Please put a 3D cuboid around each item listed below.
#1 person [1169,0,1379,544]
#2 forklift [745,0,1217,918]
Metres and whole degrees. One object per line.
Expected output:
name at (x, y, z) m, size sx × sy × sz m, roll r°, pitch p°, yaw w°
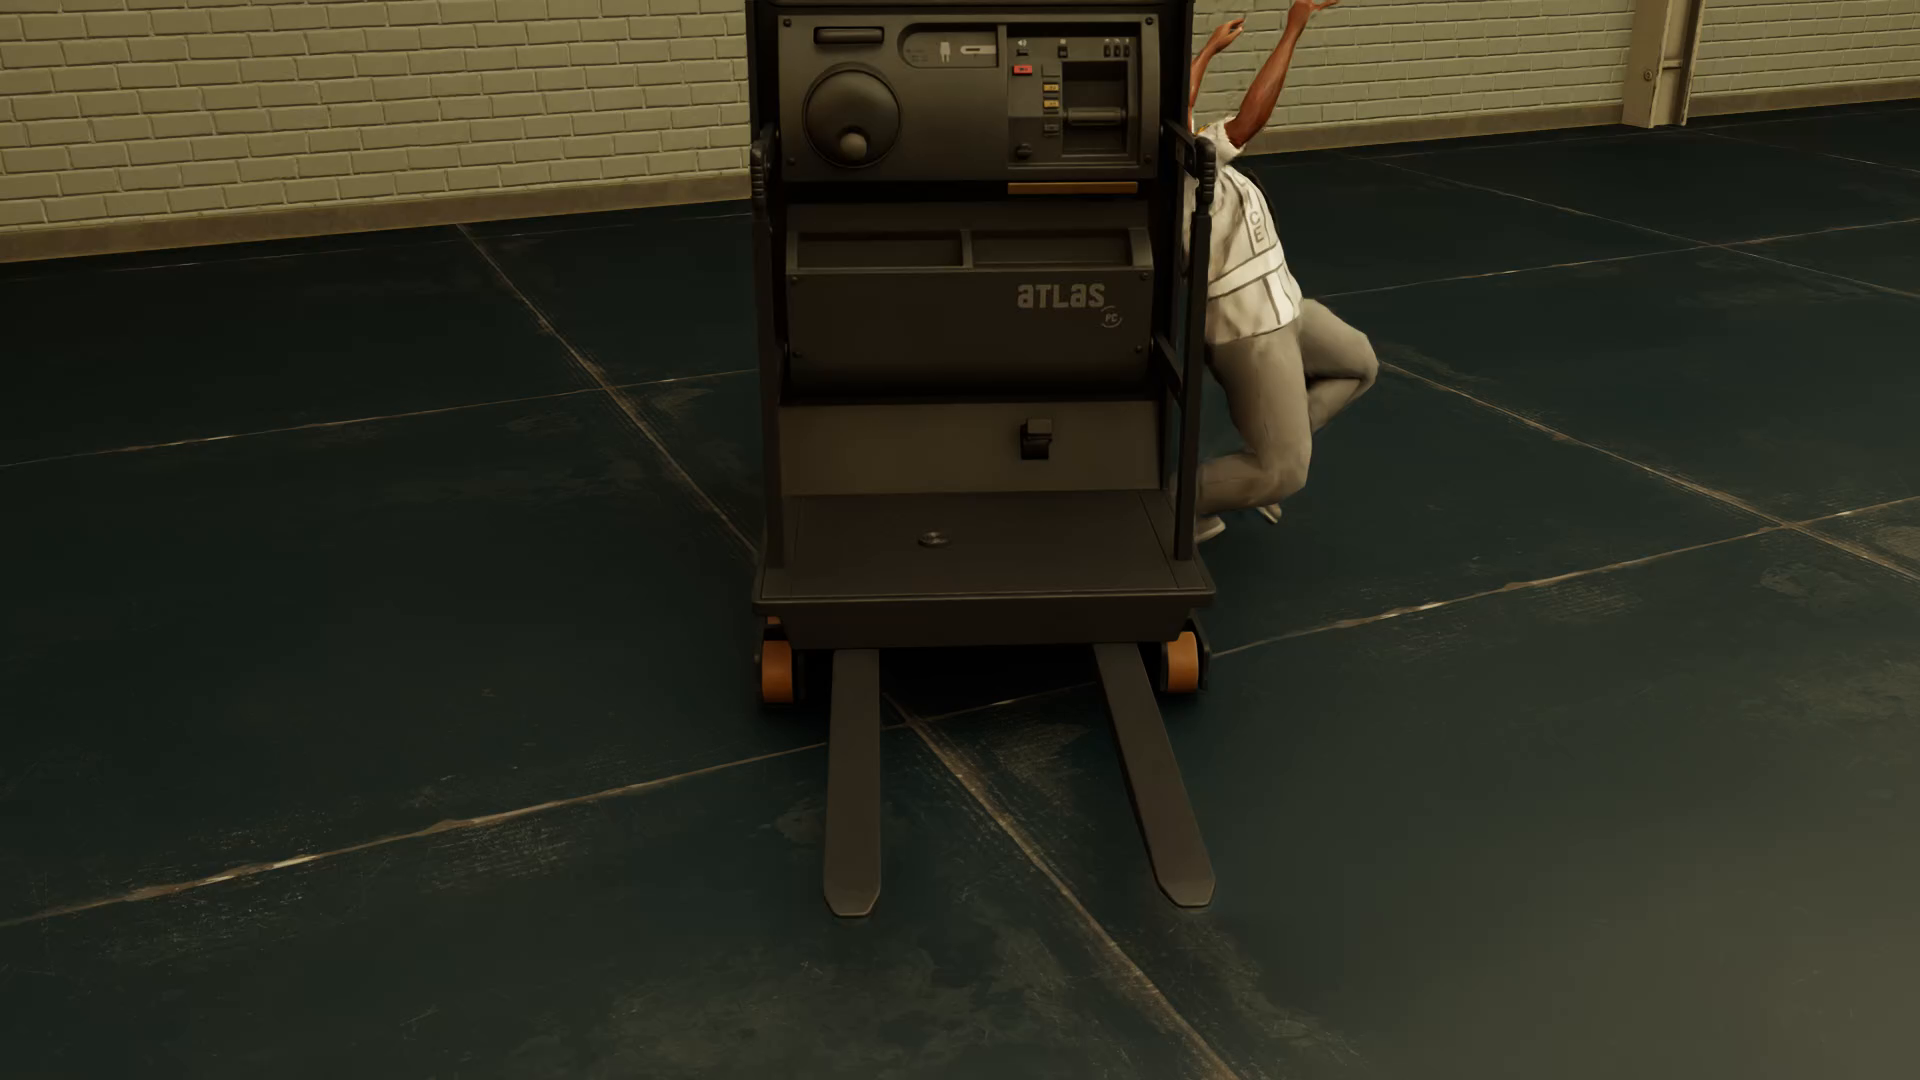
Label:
person at (0.805, -0.780, 4.755) m, size 0.820 × 1.592 × 0.977 m, roll 5°, pitch 23°, yaw 12°
forklift at (0.037, -1.072, 3.866) m, size 1.130 × 2.935 × 3.031 m, roll -1°, pitch 23°, yaw -3°
